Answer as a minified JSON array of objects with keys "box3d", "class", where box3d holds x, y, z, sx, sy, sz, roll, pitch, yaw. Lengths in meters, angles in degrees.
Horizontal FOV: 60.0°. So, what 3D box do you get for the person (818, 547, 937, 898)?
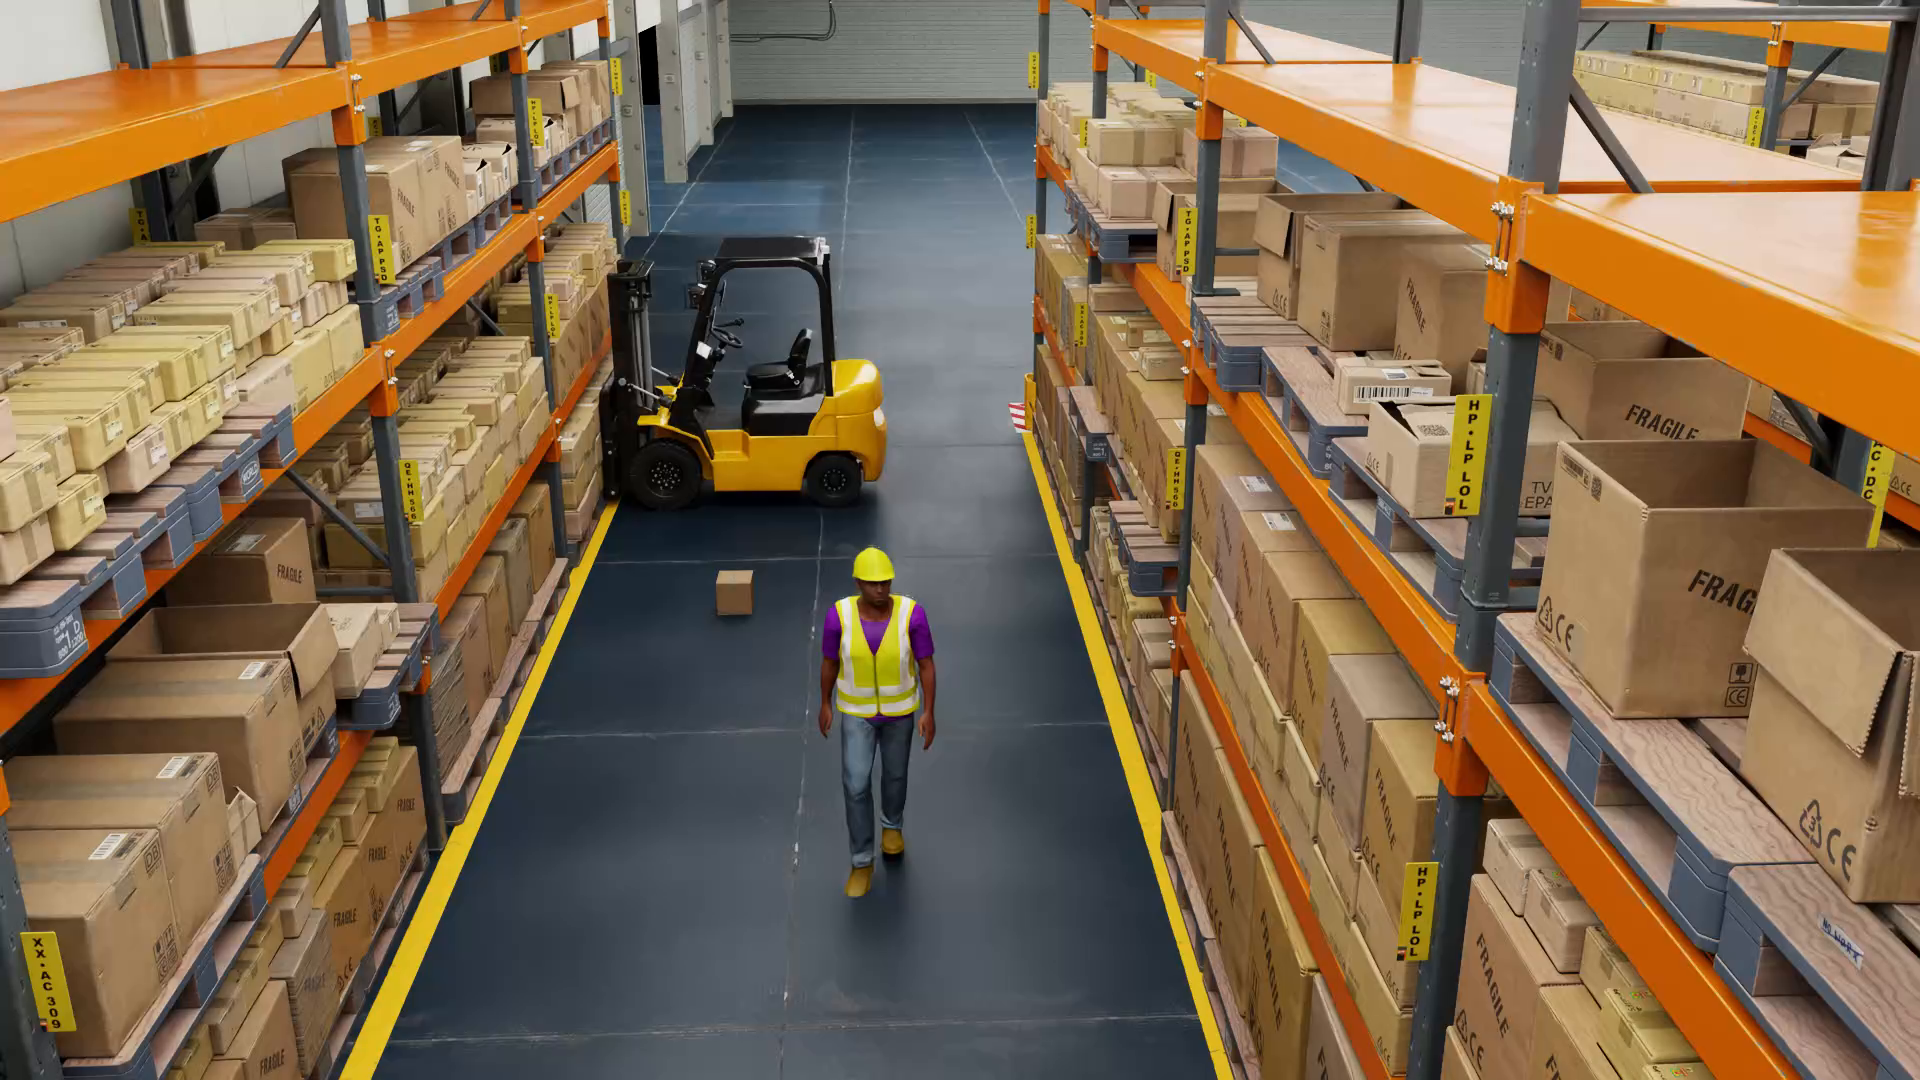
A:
[{"box3d":[-0.425,0.925,8.585,0.607,1.828,0.654,-2,20,-6],"class":"person"}]
